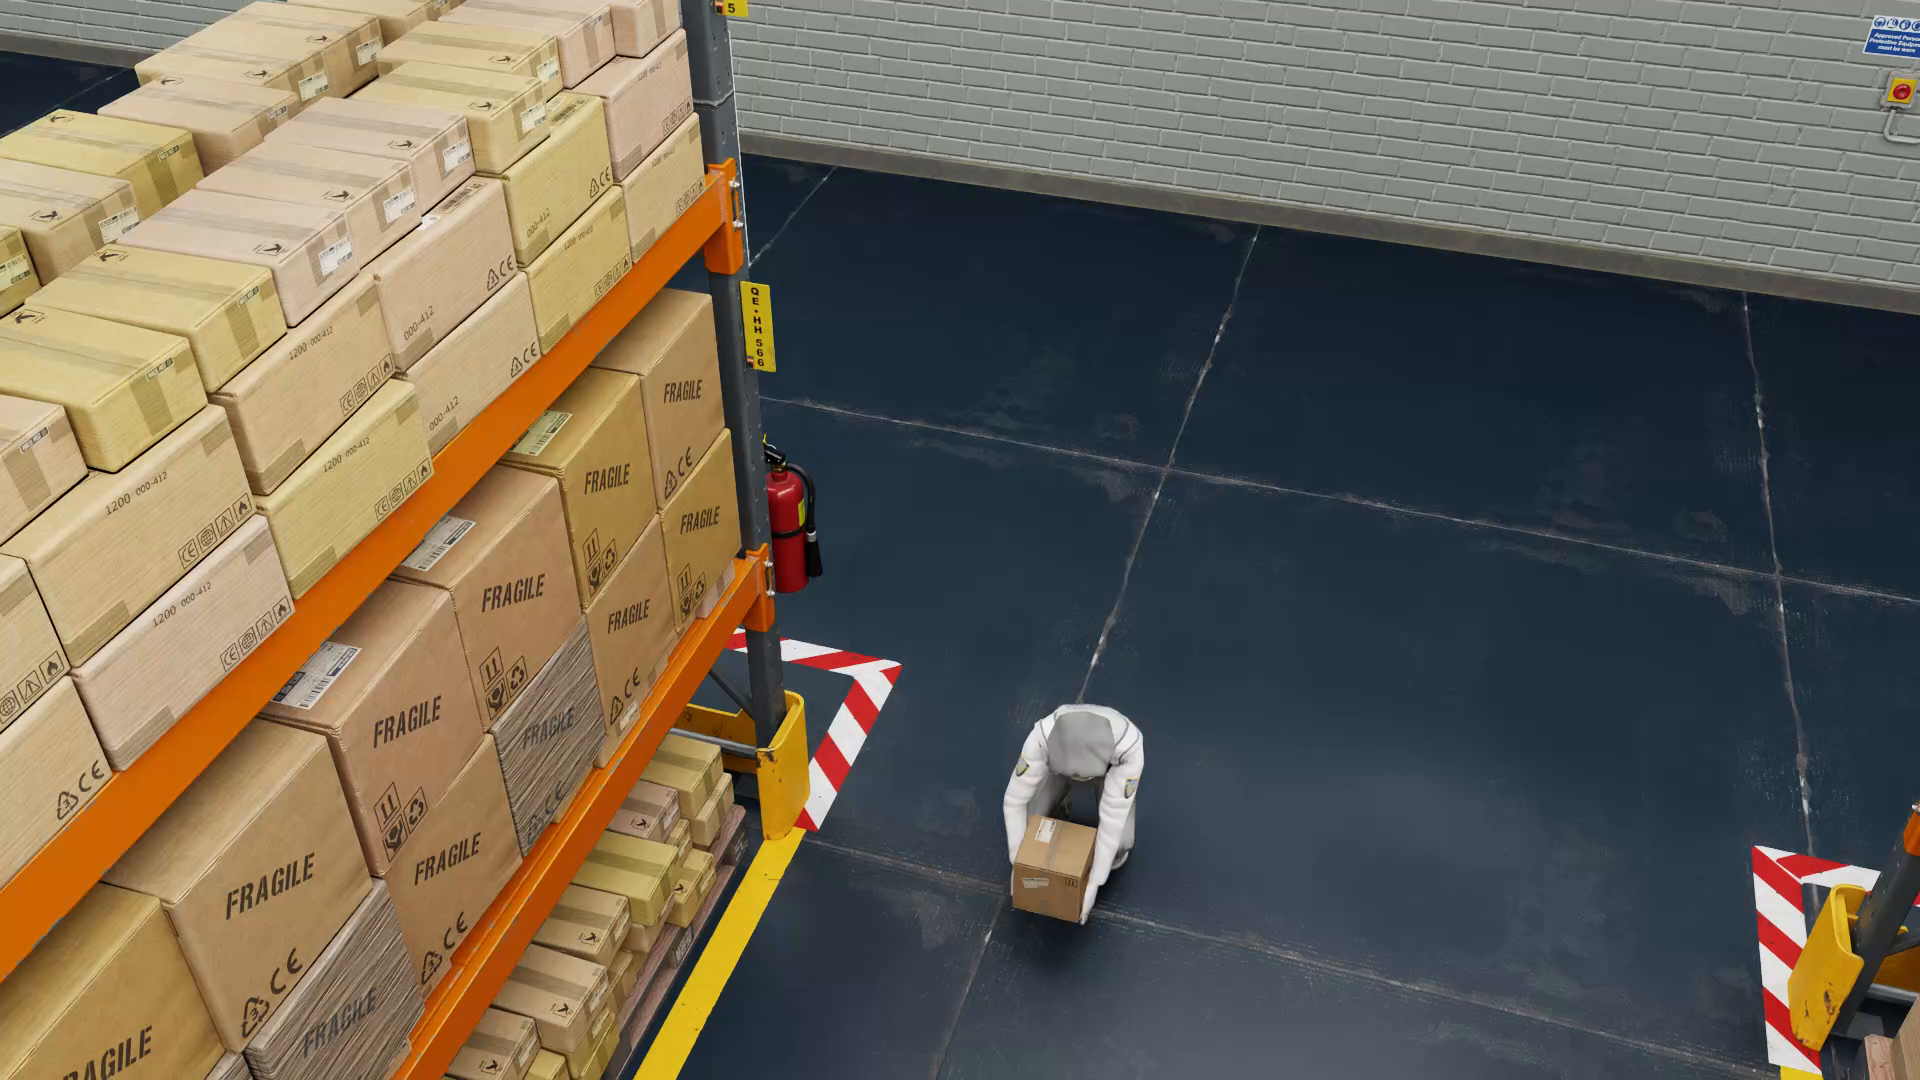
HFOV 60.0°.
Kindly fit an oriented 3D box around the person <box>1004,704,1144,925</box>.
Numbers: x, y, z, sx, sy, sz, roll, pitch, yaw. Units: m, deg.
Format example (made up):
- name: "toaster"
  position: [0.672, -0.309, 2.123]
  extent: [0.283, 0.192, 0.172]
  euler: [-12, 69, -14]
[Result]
- name: "person"
  position: [0.446, 0.905, 6.291]
  extent: [0.497, 0.967, 0.827]
  euler: [10, 38, 13]
